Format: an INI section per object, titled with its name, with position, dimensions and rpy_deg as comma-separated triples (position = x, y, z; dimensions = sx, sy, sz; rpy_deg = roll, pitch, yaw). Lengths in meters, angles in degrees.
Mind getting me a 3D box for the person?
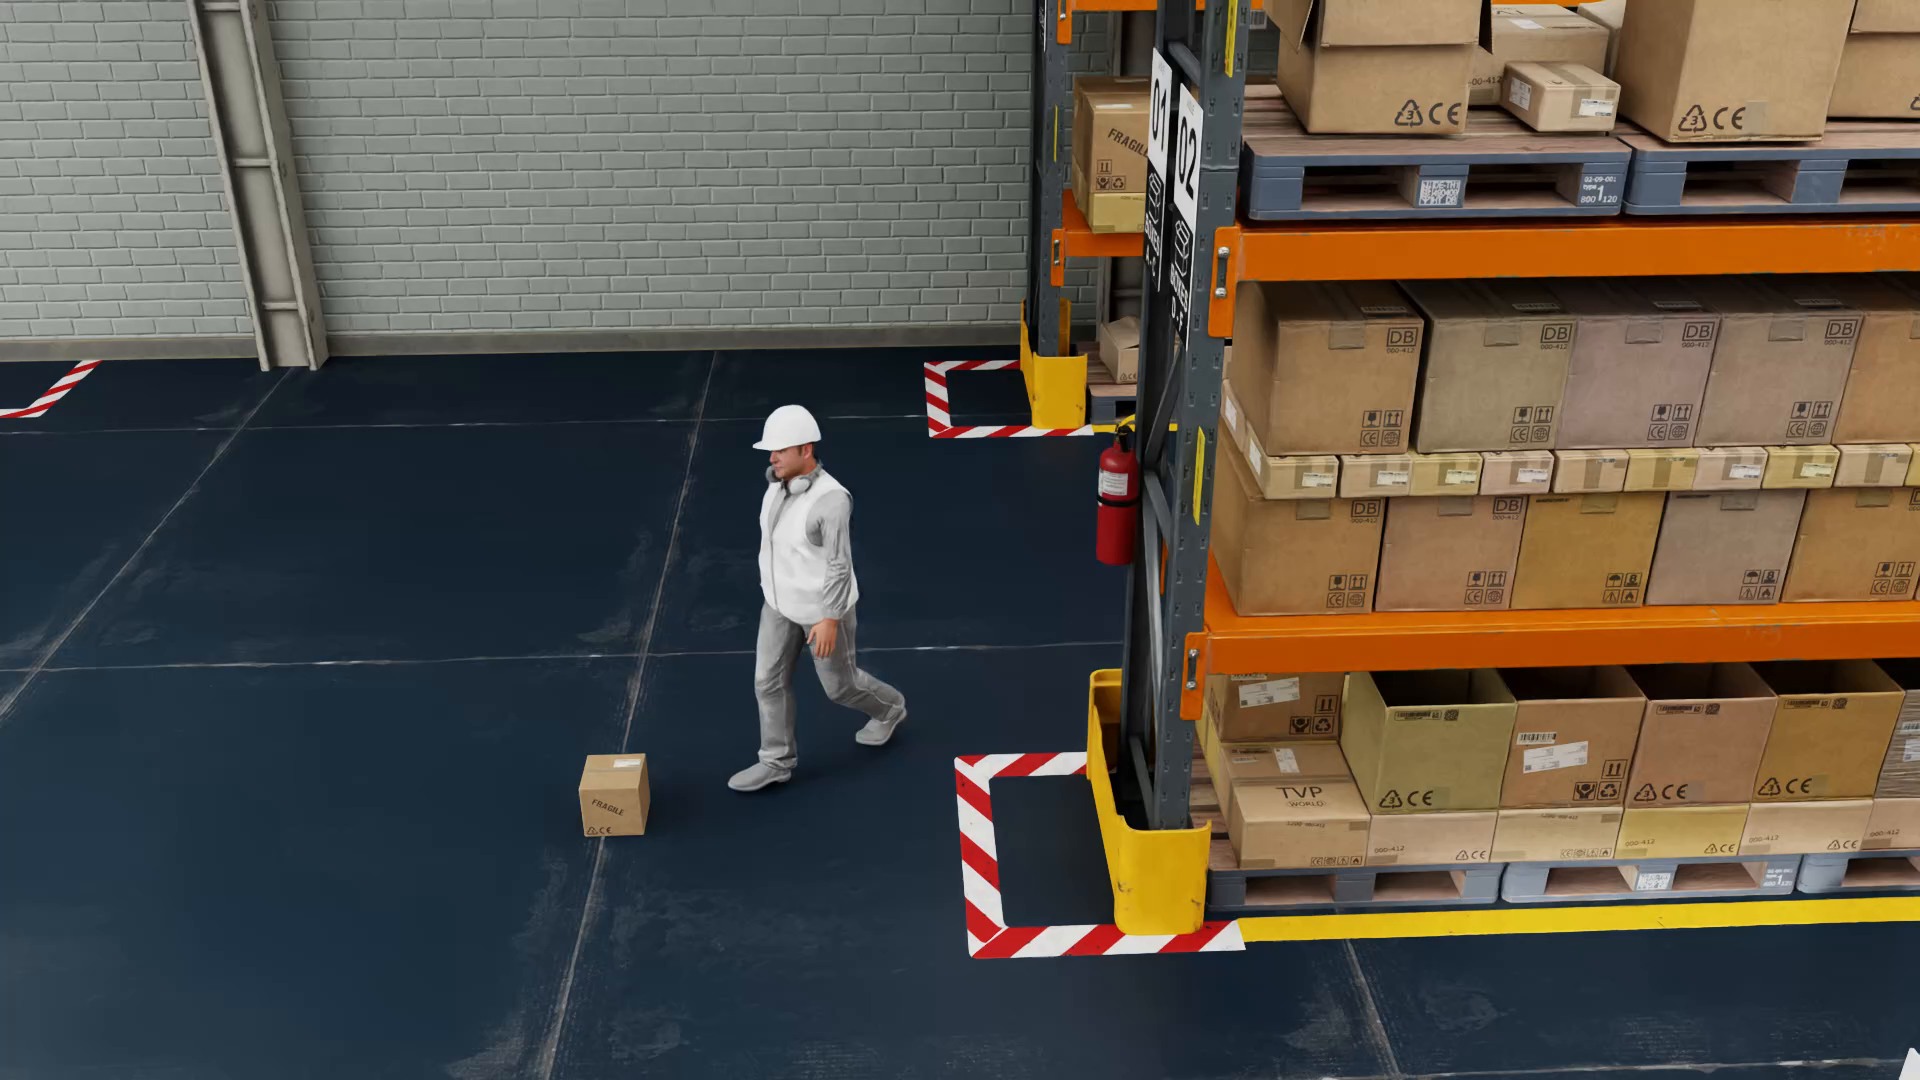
[person]
position = -0.618, 0.244, 7.125
dimensions = 0.877, 1.747, 0.549
rpy_deg = -24, 36, -38
